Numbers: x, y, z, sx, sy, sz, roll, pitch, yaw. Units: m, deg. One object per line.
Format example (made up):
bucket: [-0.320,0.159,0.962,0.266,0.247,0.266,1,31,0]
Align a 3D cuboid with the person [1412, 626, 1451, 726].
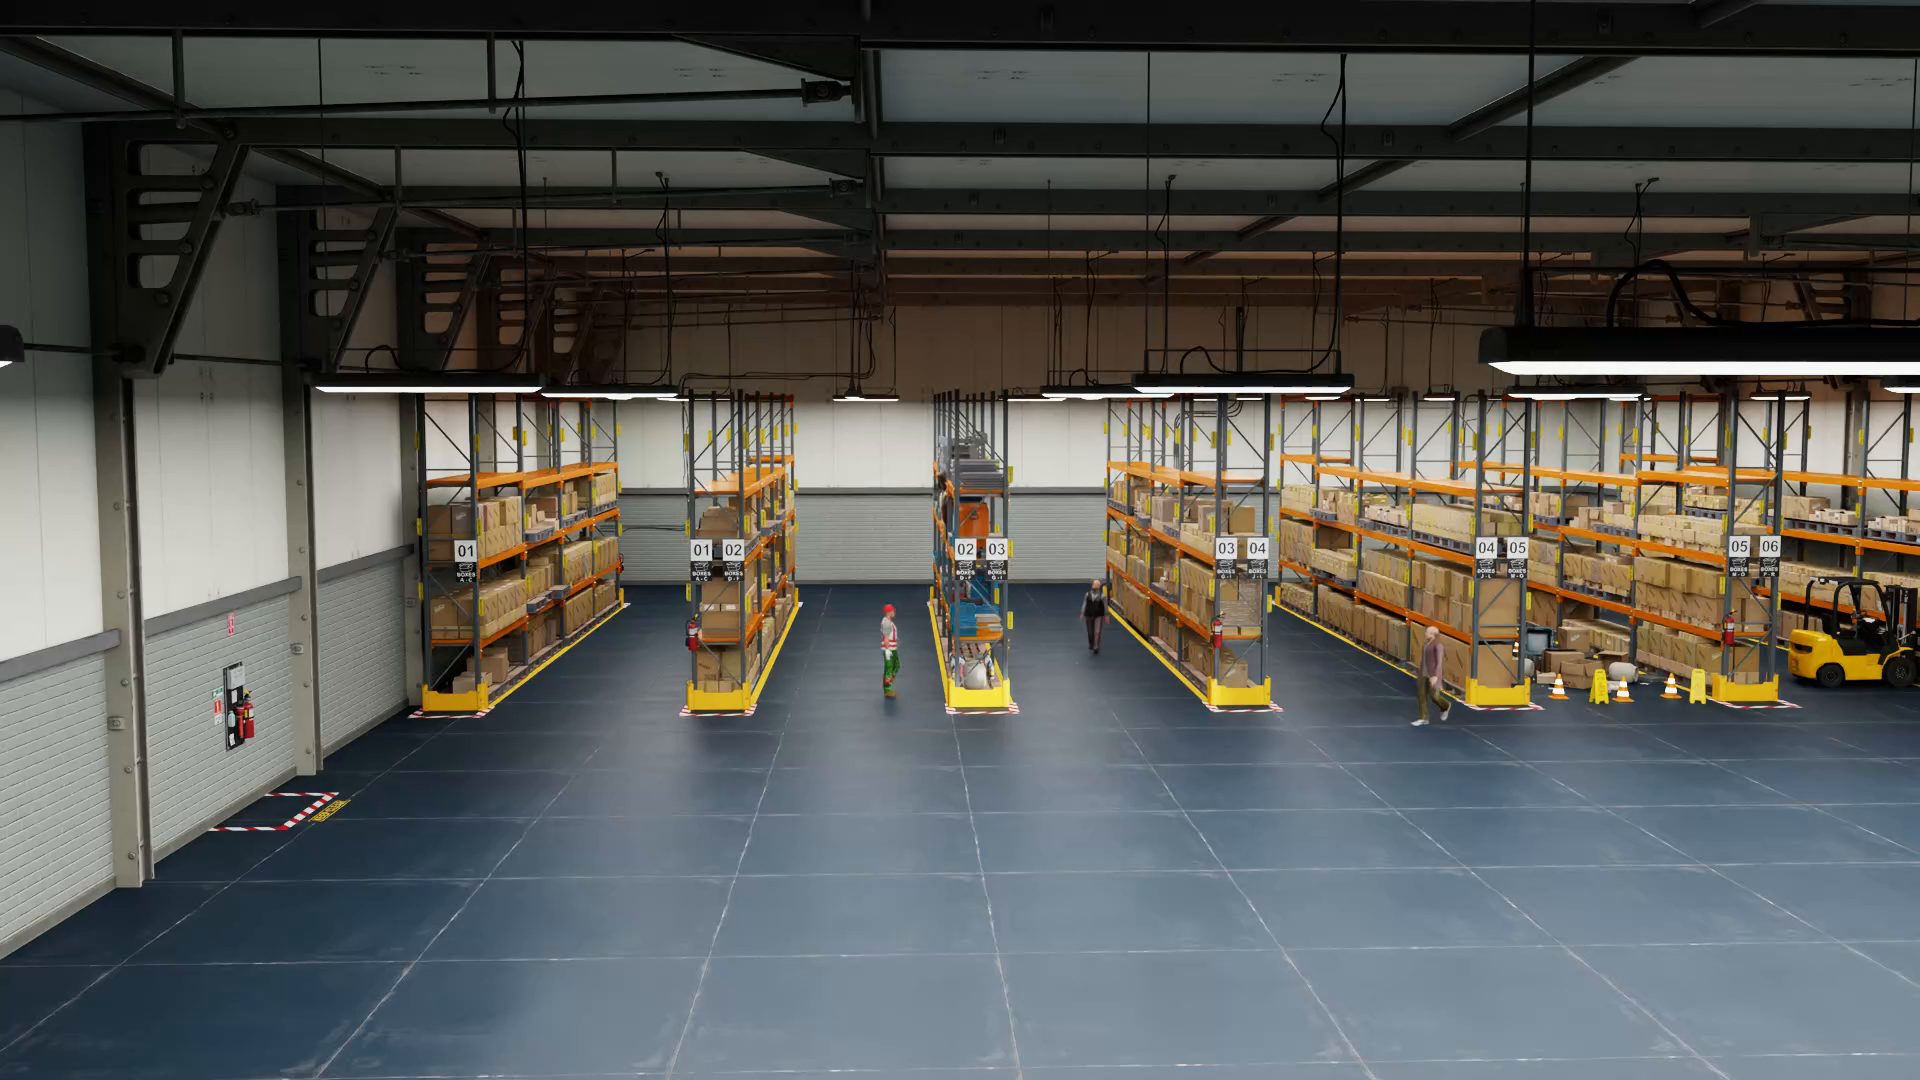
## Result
person: [8.439,2.414,29.644,0.744,1.774,0.538,-4,6,-41]

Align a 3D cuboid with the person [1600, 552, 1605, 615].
person: [17.420,1.148,45.398,0.456,1.769,0.568,1,5,7]

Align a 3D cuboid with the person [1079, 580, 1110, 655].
person: [3.098,1.773,38.225,0.694,1.689,0.984,1,5,11]

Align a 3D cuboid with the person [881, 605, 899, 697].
person: [-1.373,2.182,32.695,0.361,1.817,0.612,0,5,3]
